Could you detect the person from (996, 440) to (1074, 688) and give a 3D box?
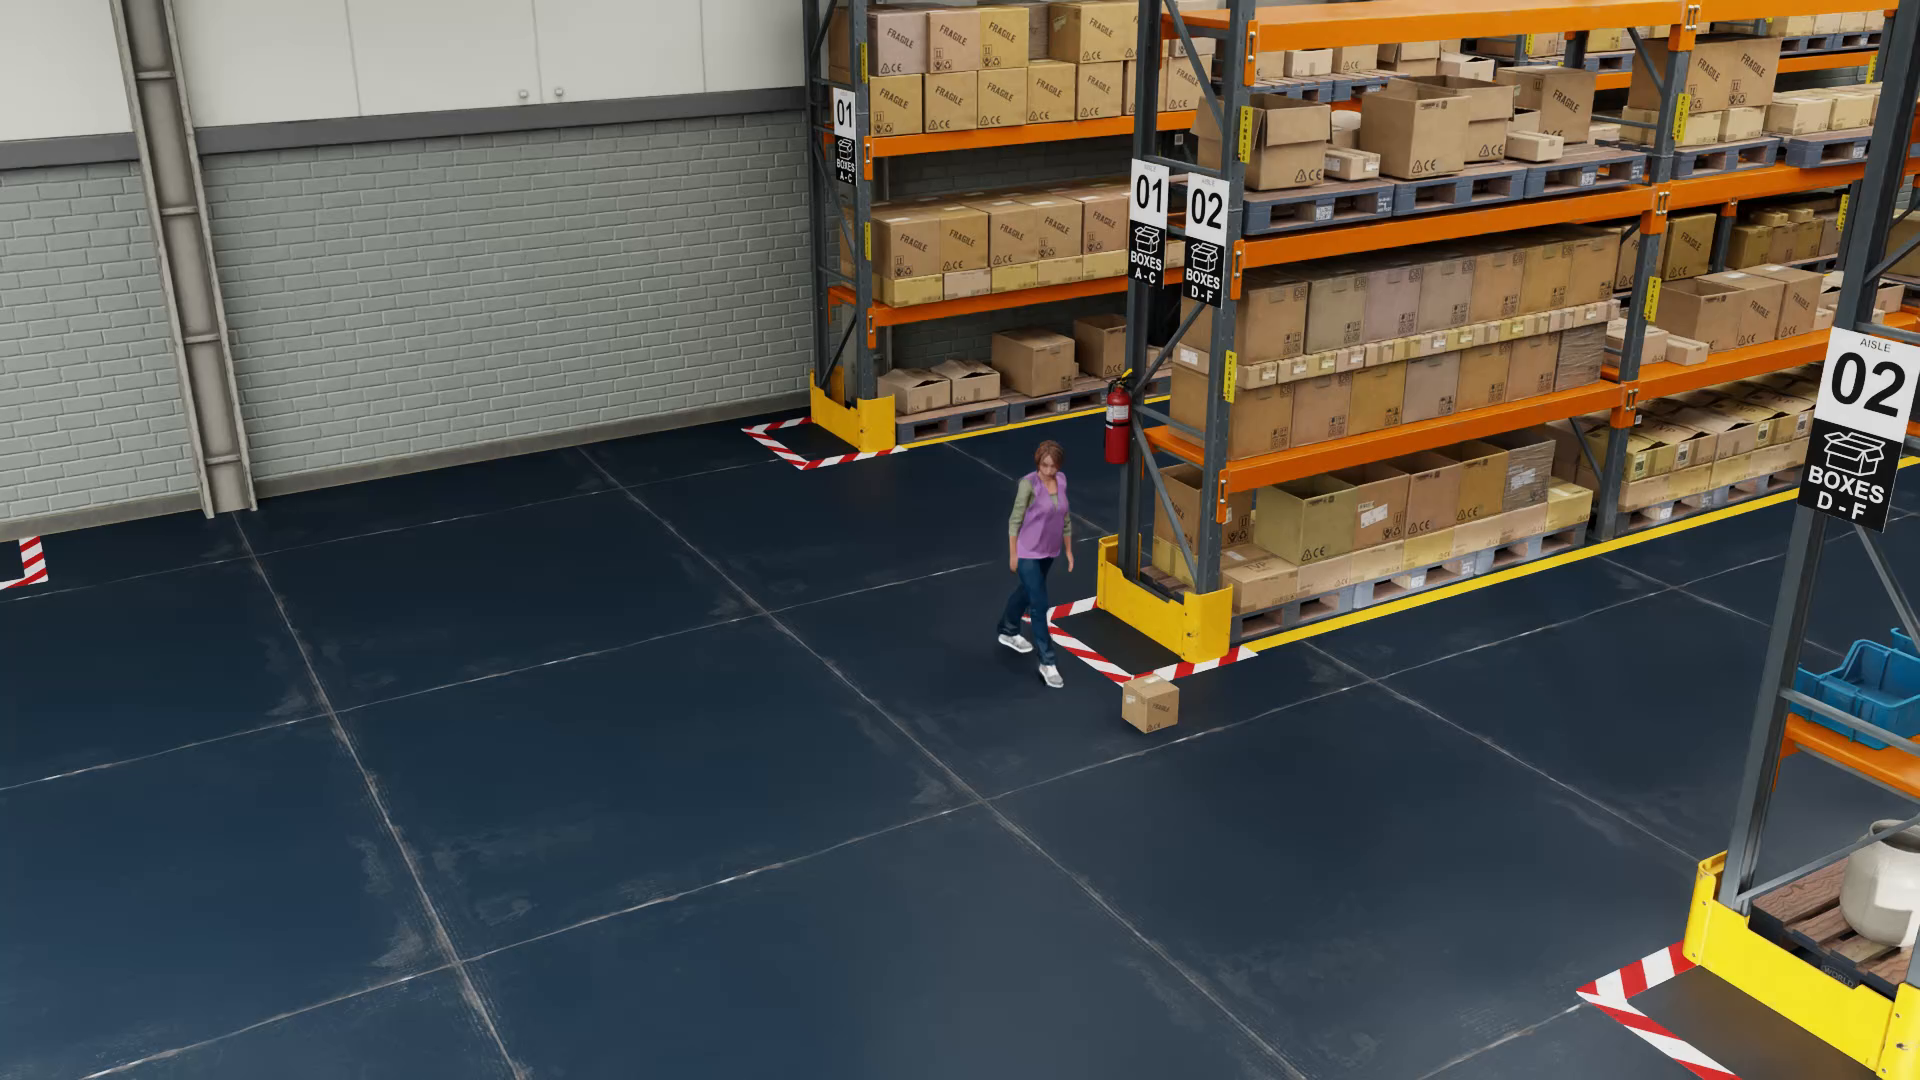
[{"bbox_3d":[0.516,0.093,10.864,0.427,1.589,0.732,-20,30,-40],"label":"person"}]
